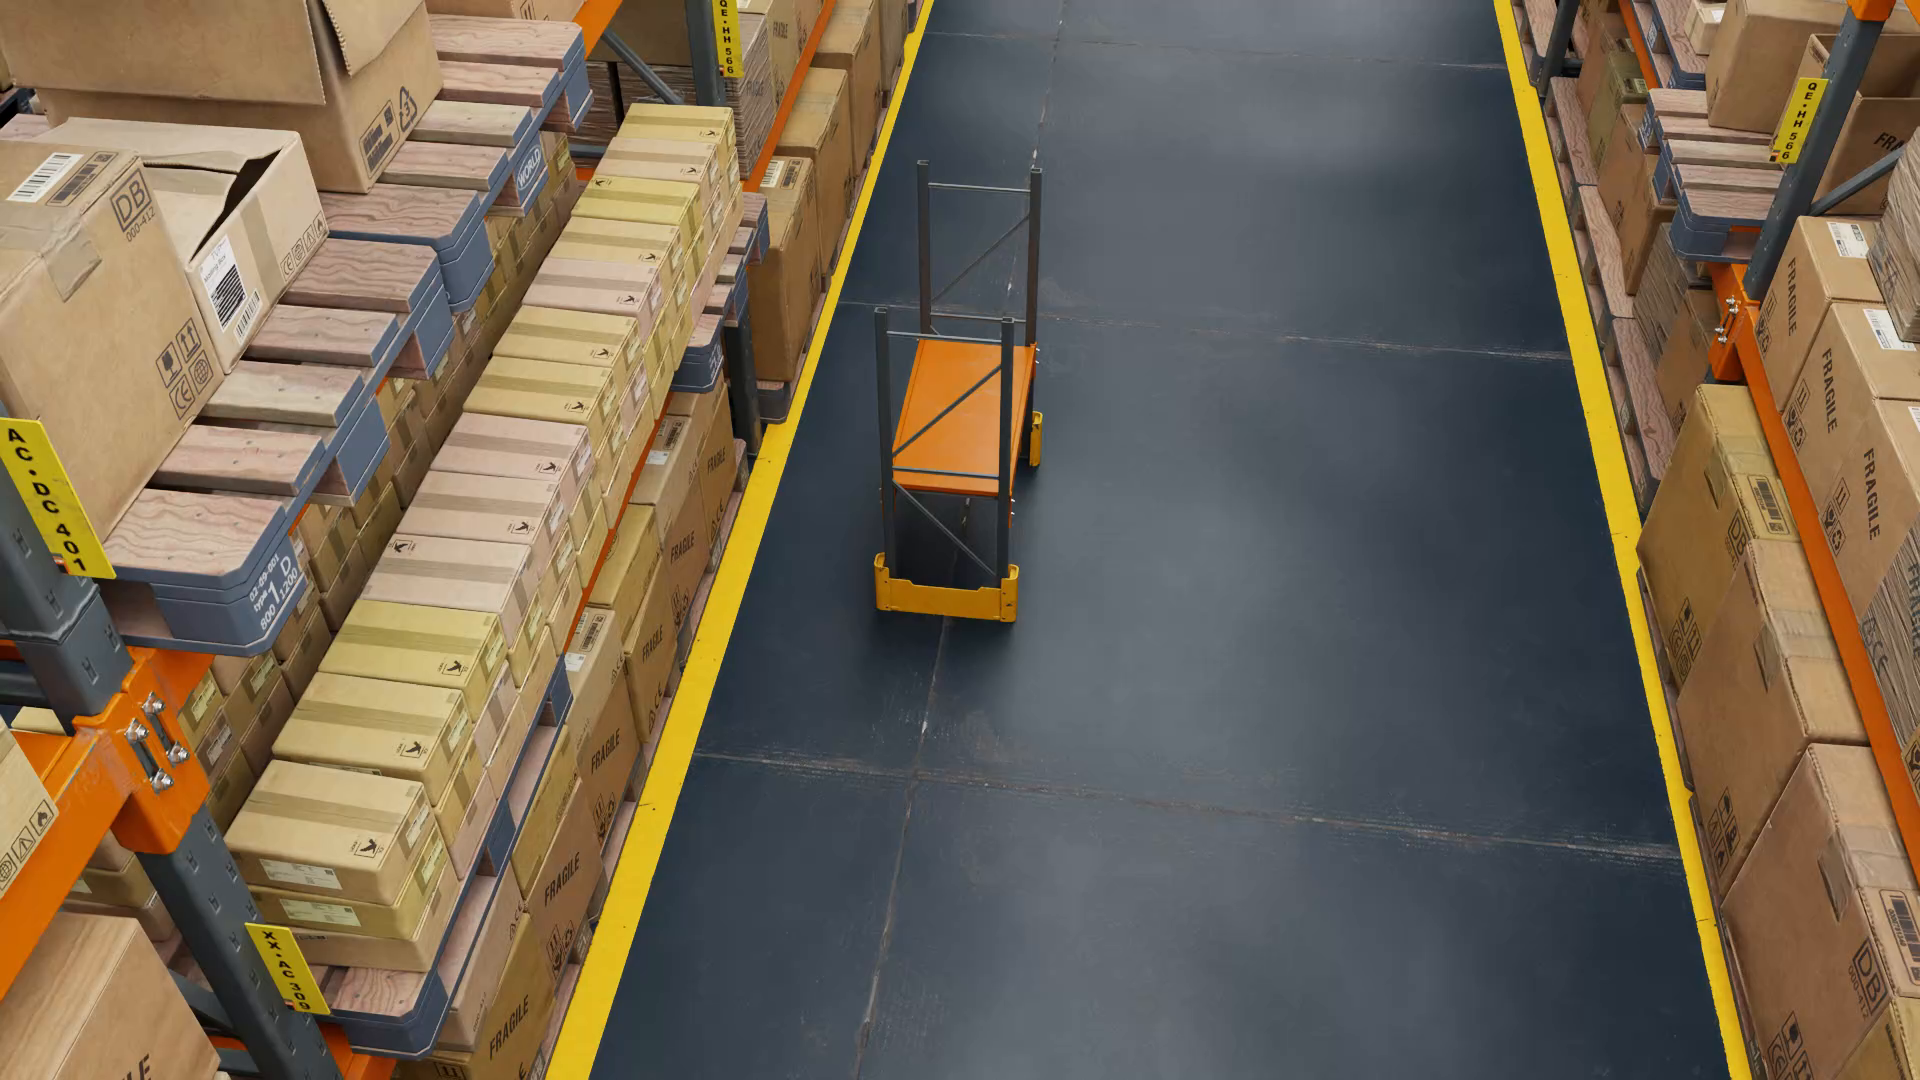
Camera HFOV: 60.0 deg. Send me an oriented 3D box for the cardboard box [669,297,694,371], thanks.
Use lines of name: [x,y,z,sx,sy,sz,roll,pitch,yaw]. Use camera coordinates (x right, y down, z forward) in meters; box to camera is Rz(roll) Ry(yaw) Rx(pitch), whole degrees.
cardboard box: [-1.135,-0.723,5.710,0.380,0.149,0.250,5,44,5]

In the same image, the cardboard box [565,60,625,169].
cardboard box: [-1.627,-1.922,7.025,0.500,0.500,0.500,5,44,6]

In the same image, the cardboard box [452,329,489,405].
cardboard box: [-1.817,-0.596,5.575,0.380,0.149,0.250,7,44,7]

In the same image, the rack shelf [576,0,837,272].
rack shelf: [-1.156,-2.656,8.397,1.077,0.370,4.000,5,44,6]

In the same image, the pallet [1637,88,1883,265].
pallet: [3.472,-1.460,6.750,1.213,0.211,1.003,5,44,6]

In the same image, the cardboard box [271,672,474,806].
cardboard box: [-1.410,0.477,4.009,0.380,0.149,0.250,6,44,7]

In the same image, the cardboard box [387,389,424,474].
cardboard box: [-1.884,-0.350,5.099,0.380,0.149,0.250,7,44,7]

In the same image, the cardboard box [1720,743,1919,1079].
cardboard box: [3.136,1.264,4.974,1.225,0.875,0.875,4,44,4]

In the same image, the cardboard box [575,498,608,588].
cardboard box: [-1.274,-0.006,4.952,0.380,0.149,0.250,5,44,5]

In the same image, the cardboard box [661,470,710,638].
cardboard box: [-1.320,0.027,6.553,0.500,0.500,0.500,7,44,7]

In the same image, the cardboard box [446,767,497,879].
cardboard box: [-1.410,0.695,4.212,0.380,0.149,0.250,6,44,6]

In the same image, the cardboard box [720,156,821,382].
cardboard box: [-1.250,-1.297,7.768,1.050,0.750,0.750,5,44,5]

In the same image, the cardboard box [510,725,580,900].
cardboard box: [-1.521,0.812,5.178,0.500,0.250,0.500,6,44,7]

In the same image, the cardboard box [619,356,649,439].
cardboard box: [-1.203,-0.466,5.221,0.380,0.149,0.250,6,44,7]

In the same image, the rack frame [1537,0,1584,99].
rack frame: [4.012,-3.760,9.040,1.000,3.000,0.127,5,44,6]

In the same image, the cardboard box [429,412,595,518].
cardboard box: [-1.271,-0.213,4.738,0.380,0.149,0.250,7,44,7]

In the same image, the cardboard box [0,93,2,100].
cardboard box: [-6.060,-2.538,9.354,0.950,0.372,0.625,7,44,7]

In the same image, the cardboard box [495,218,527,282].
cardboard box: [-1.749,-1.045,5.833,0.380,0.149,0.250,4,44,4]

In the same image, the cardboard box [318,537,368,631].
cardboard box: [-1.960,0.114,4.825,0.380,0.149,0.250,4,44,4]

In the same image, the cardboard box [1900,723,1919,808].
cardboard box: [2.880,0.618,4.342,0.500,0.500,0.500,5,44,5]

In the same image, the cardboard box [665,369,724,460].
cardboard box: [-1.251,-0.581,6.649,0.500,0.250,0.500,4,44,5]

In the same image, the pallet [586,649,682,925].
pallet: [-1.689,0.820,6.230,1.003,0.211,1.213,5,44,6]

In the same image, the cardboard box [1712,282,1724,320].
cardboard box: [3.542,-1.018,7.096,0.500,0.250,0.500,7,44,7]

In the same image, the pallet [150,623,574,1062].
pallet: [-1.704,0.734,4.433,1.003,0.211,1.213,5,44,6]

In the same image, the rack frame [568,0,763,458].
rack frame: [-1.420,-1.554,6.710,1.000,3.000,0.127,5,44,6]

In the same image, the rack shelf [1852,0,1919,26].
rack shelf: [3.218,-0.499,3.937,1.077,0.370,4.000,5,44,6]

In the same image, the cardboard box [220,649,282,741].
cardboard box: [-2.023,0.365,4.344,0.380,0.149,0.250,7,44,7]

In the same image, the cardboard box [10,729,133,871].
cardboard box: [-2.089,0.603,3.876,0.380,0.149,0.250,7,44,7]

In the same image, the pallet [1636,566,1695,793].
pallet: [3.304,0.509,6.559,1.003,0.211,1.213,5,44,6]

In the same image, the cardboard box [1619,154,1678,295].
cardboard box: [3.680,-1.511,8.162,0.700,0.500,0.500,9,44,9]

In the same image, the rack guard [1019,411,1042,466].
rack guard: [0.076,-0.482,7.577,0.587,0.250,0.087,5,44,6]

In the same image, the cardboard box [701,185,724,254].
cardboard box: [-1.068,-1.163,5.958,0.380,0.149,0.250,7,44,7]

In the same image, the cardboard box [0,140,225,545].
cardboard box: [-1.790,-0.354,2.883,0.700,0.500,0.500,5,44,6]

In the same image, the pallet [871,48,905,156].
pallet: [-0.919,-2.735,9.985,1.003,0.211,1.213,5,44,6]

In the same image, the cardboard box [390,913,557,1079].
cardboard box: [-1.588,1.448,5.052,0.500,0.500,0.500,7,44,7]

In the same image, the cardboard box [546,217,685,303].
cardboard box: [-1.132,-0.924,5.489,0.380,0.149,0.250,6,44,7]

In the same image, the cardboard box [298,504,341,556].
cardboard box: [-1.948,-0.102,4.621,0.380,0.149,0.250,4,44,4]

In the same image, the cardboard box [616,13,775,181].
cardboard box: [-1.093,-1.872,6.973,0.500,0.500,0.500,6,44,6]

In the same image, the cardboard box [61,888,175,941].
cardboard box: [-2.093,0.822,4.077,0.380,0.149,0.250,4,44,5]

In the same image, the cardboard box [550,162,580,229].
cardboard box: [-1.679,-1.329,6.349,0.380,0.149,0.250,5,44,5]

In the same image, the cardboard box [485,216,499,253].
cardboard box: [-1.779,-1.003,5.573,0.380,0.149,0.250,4,44,4]

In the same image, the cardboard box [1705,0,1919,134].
cardboard box: [3.489,-1.984,6.786,0.700,0.500,0.500,11,45,12]

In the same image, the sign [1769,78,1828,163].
sign: [2.944,-1.469,5.835,0.100,0.325,0.005,5,44,6]

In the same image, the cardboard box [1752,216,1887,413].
cardboard box: [3.149,-0.764,5.803,0.500,0.500,0.500,6,44,7]

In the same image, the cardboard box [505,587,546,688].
cardboard box: [-1.341,0.246,4.469,0.380,0.149,0.250,4,44,4]

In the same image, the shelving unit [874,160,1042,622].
shelving unit: [0.010,-0.597,6.789,0.587,1.500,1.083,5,44,6]
